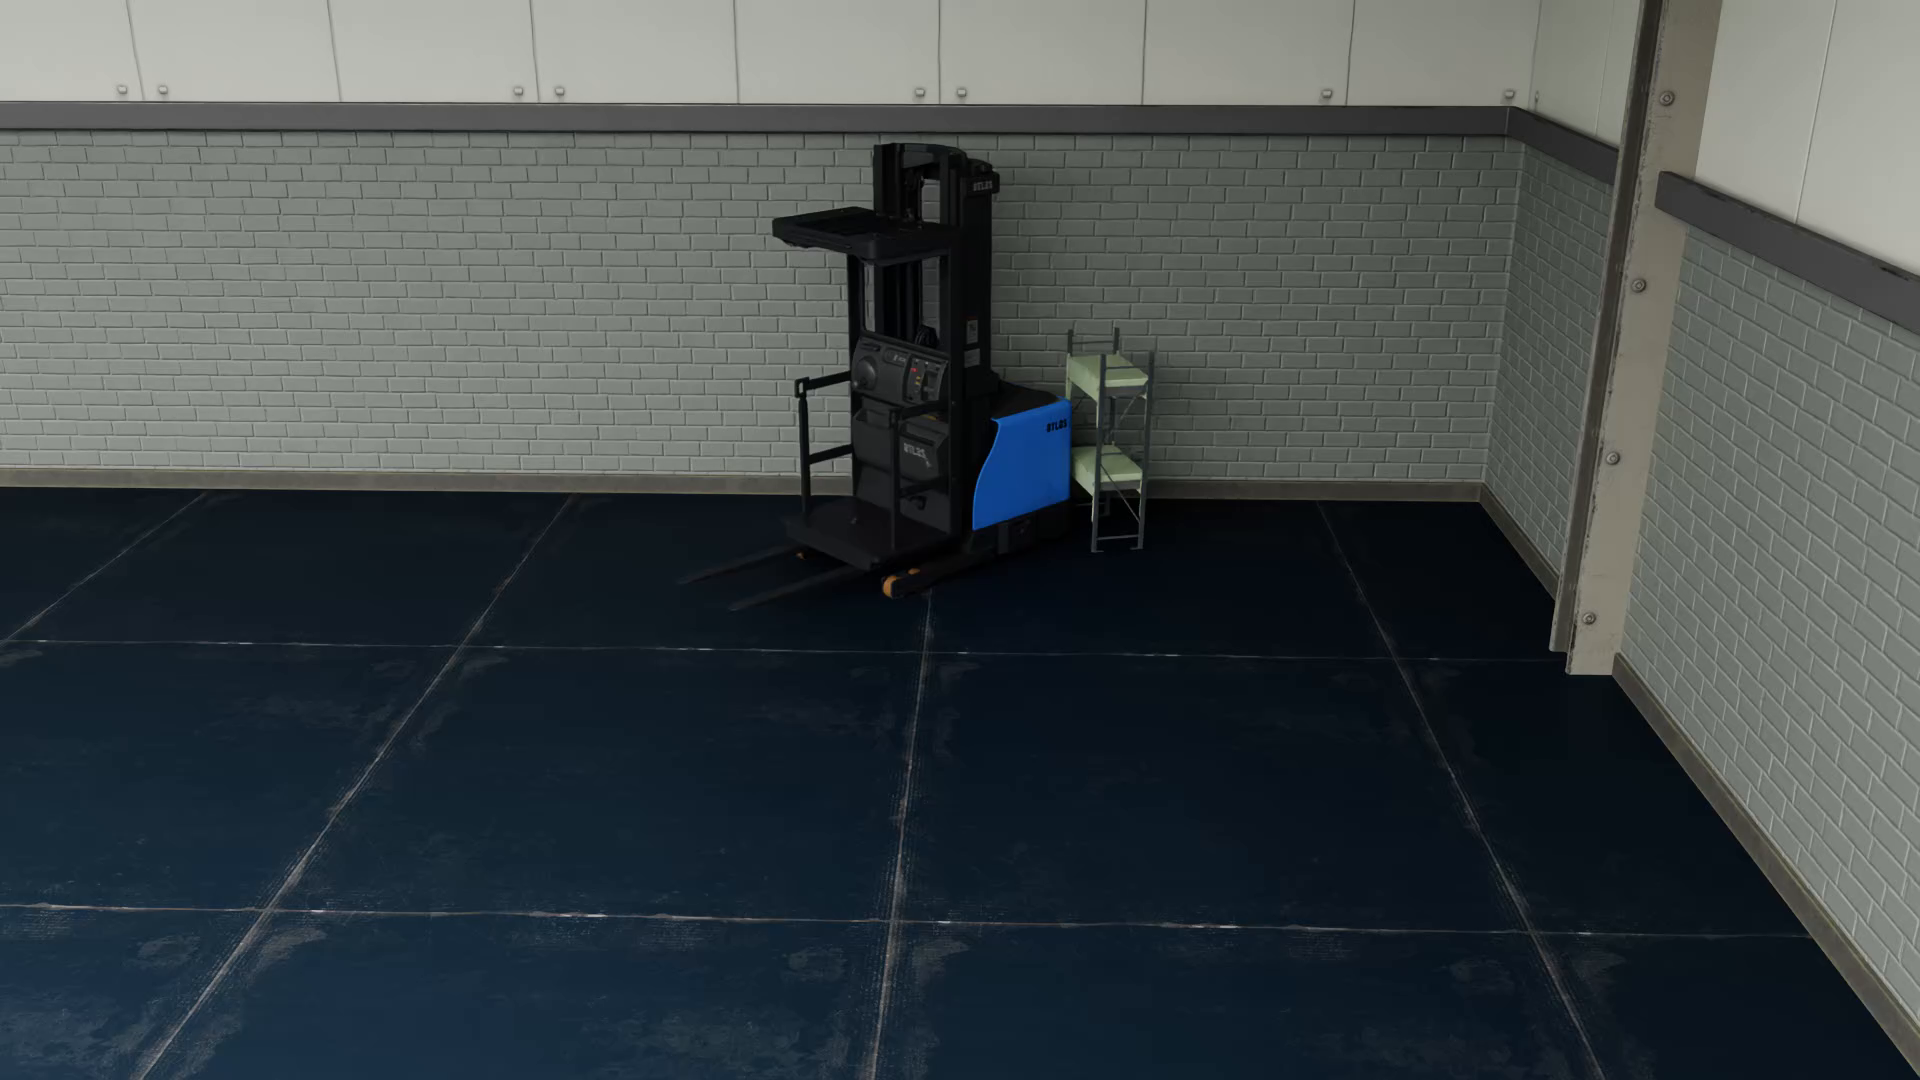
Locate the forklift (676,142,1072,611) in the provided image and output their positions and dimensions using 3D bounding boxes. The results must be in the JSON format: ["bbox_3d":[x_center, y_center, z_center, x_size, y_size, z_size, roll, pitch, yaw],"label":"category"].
[{"bbox_3d":[-0.580,-1.166,11.483,3.031,2.935,1.130,-19,28,-39],"label":"forklift"}]

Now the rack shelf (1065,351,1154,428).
[{"bbox_3d":[1.090,-1.116,12.243,0.431,0.370,0.720,-4,22,-14],"label":"rack shelf"}]

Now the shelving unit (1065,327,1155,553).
[{"bbox_3d":[1.083,-0.752,12.382,0.431,1.500,0.755,-4,22,-14],"label":"shelving unit"}]

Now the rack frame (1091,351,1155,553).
[{"bbox_3d":[1.177,-0.624,12.052,0.400,1.500,0.023,-4,22,-14],"label":"rack frame"}]

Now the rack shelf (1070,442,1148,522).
[{"bbox_3d":[1.077,-0.448,12.499,0.431,0.370,0.720,-4,22,-14],"label":"rack shelf"}]

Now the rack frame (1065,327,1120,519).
[{"bbox_3d":[0.989,-0.880,12.712,0.400,1.500,0.023,-4,22,-14],"label":"rack frame"}]

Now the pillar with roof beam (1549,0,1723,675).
[{"bbox_3d":[-0.353,-3.475,9.046,9.100,9.000,0.400,1,21,2],"label":"pillar with roof beam"}]
